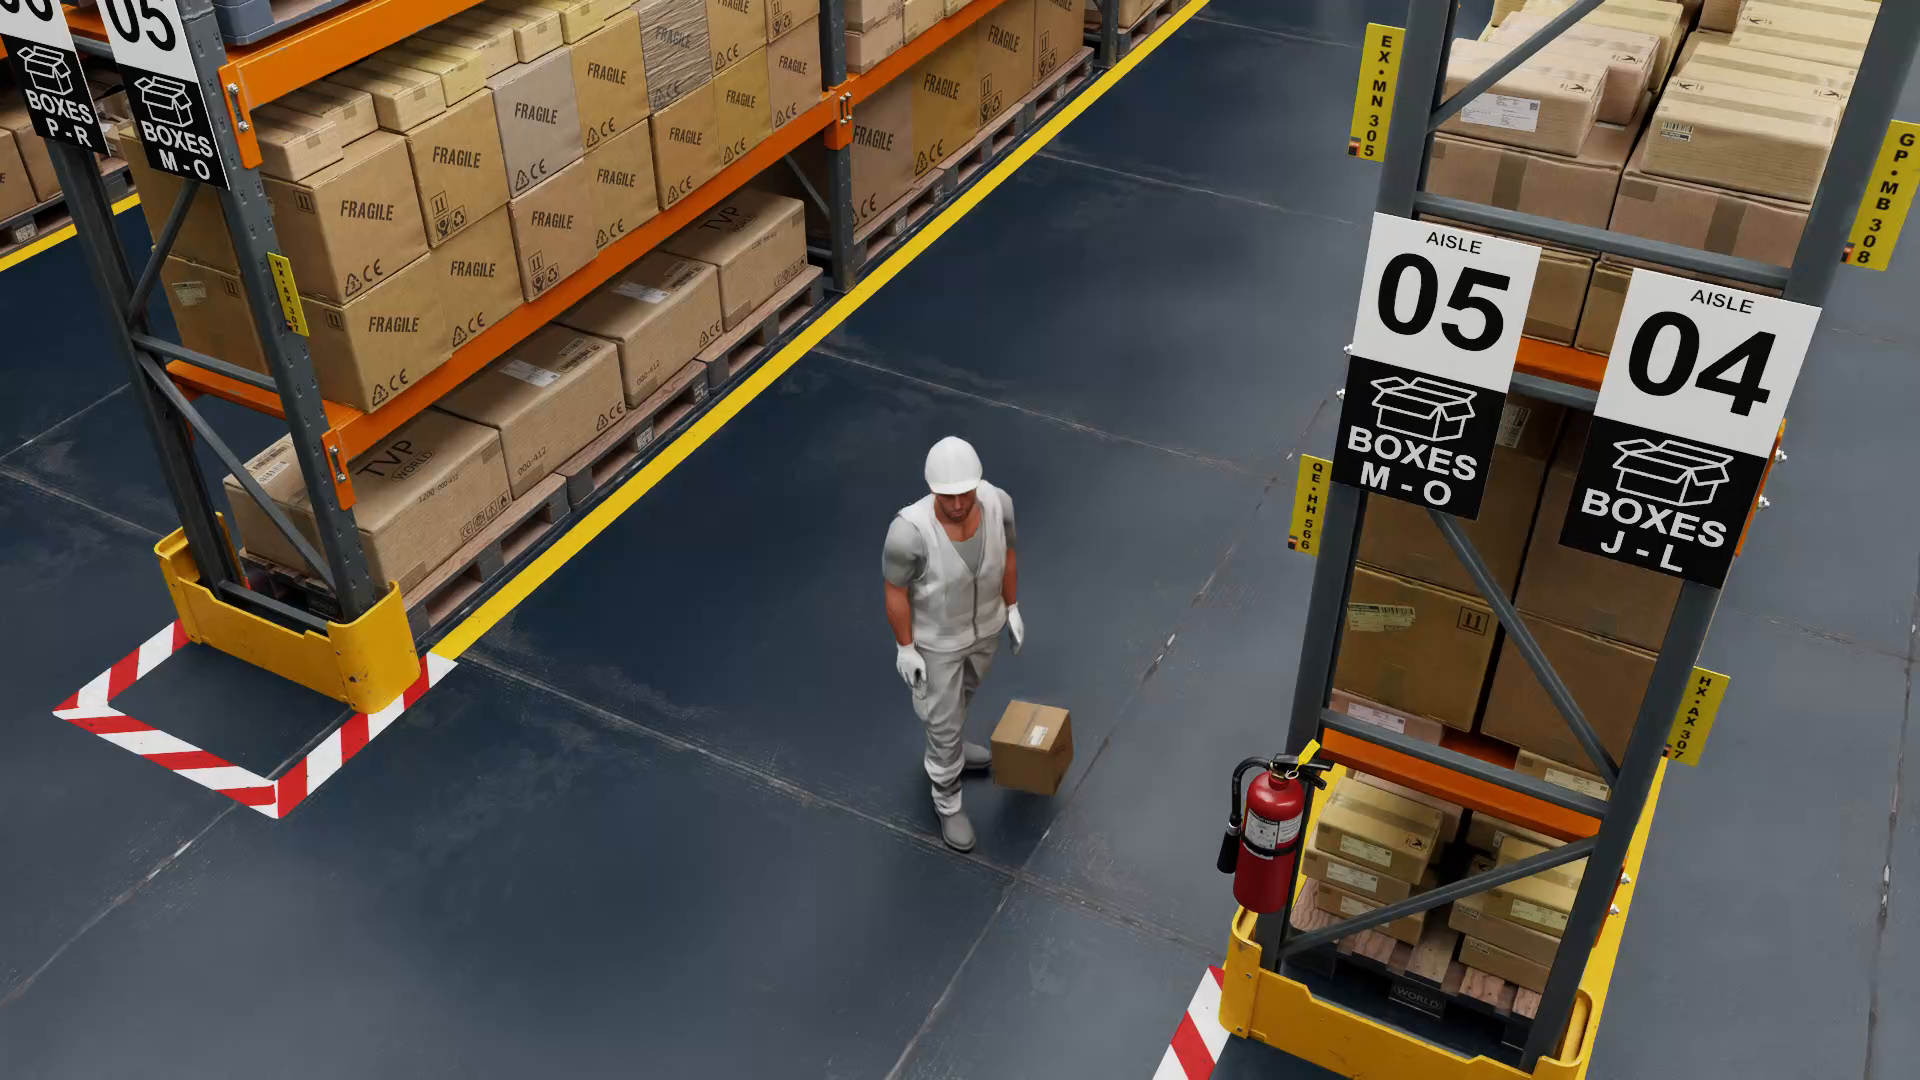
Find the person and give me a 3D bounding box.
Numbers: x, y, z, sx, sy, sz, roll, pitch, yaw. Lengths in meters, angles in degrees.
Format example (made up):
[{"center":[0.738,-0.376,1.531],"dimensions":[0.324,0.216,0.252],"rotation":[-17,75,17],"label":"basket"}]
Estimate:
[{"center":[-0.015,0.346,6.282],"dimensions":[0.540,1.786,0.581],"rotation":[-23,43,-27],"label":"person"}]
